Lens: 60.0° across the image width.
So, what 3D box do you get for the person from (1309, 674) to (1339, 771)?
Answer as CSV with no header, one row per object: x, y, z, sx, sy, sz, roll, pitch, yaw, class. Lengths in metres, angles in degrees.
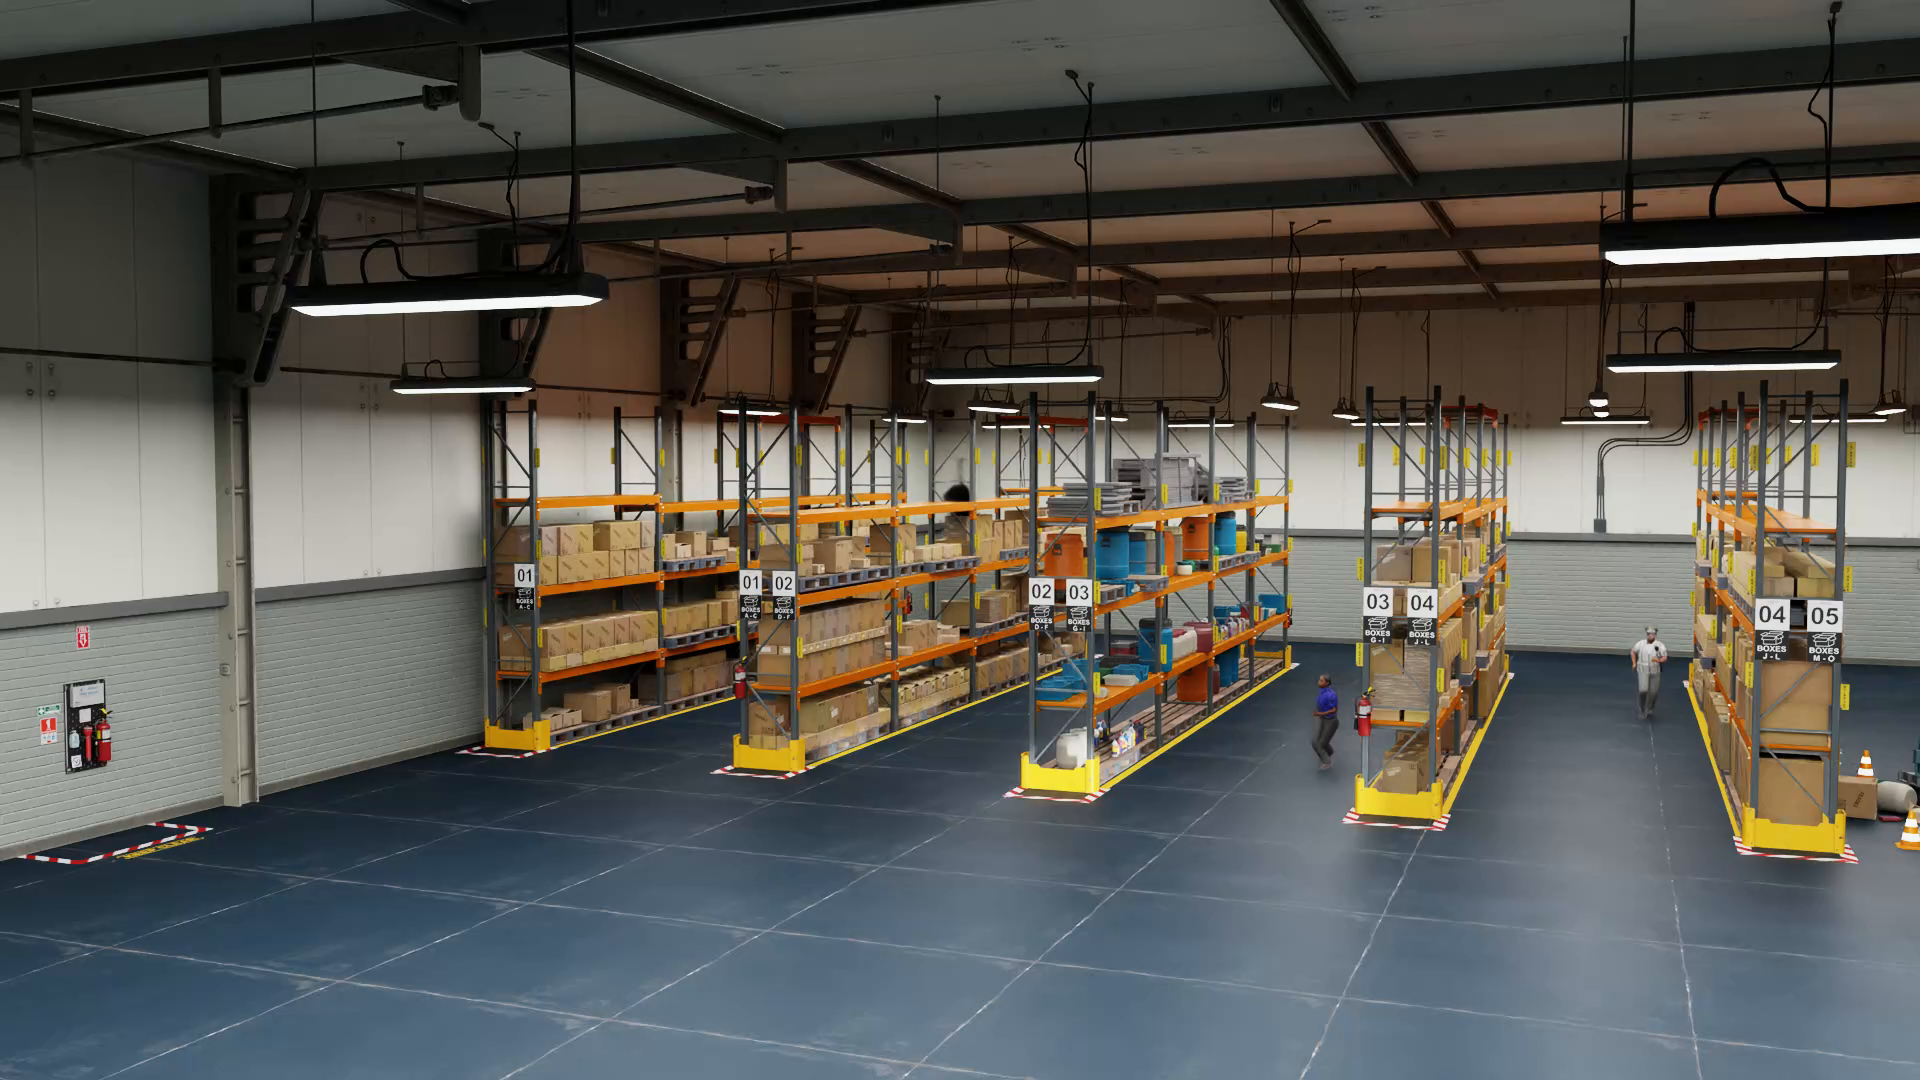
5.910,2.924,26.758,0.611,1.590,0.693,-2,3,-33,person

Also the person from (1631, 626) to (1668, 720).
13.202,2.557,31.829,0.619,1.820,0.736,1,3,16,person
